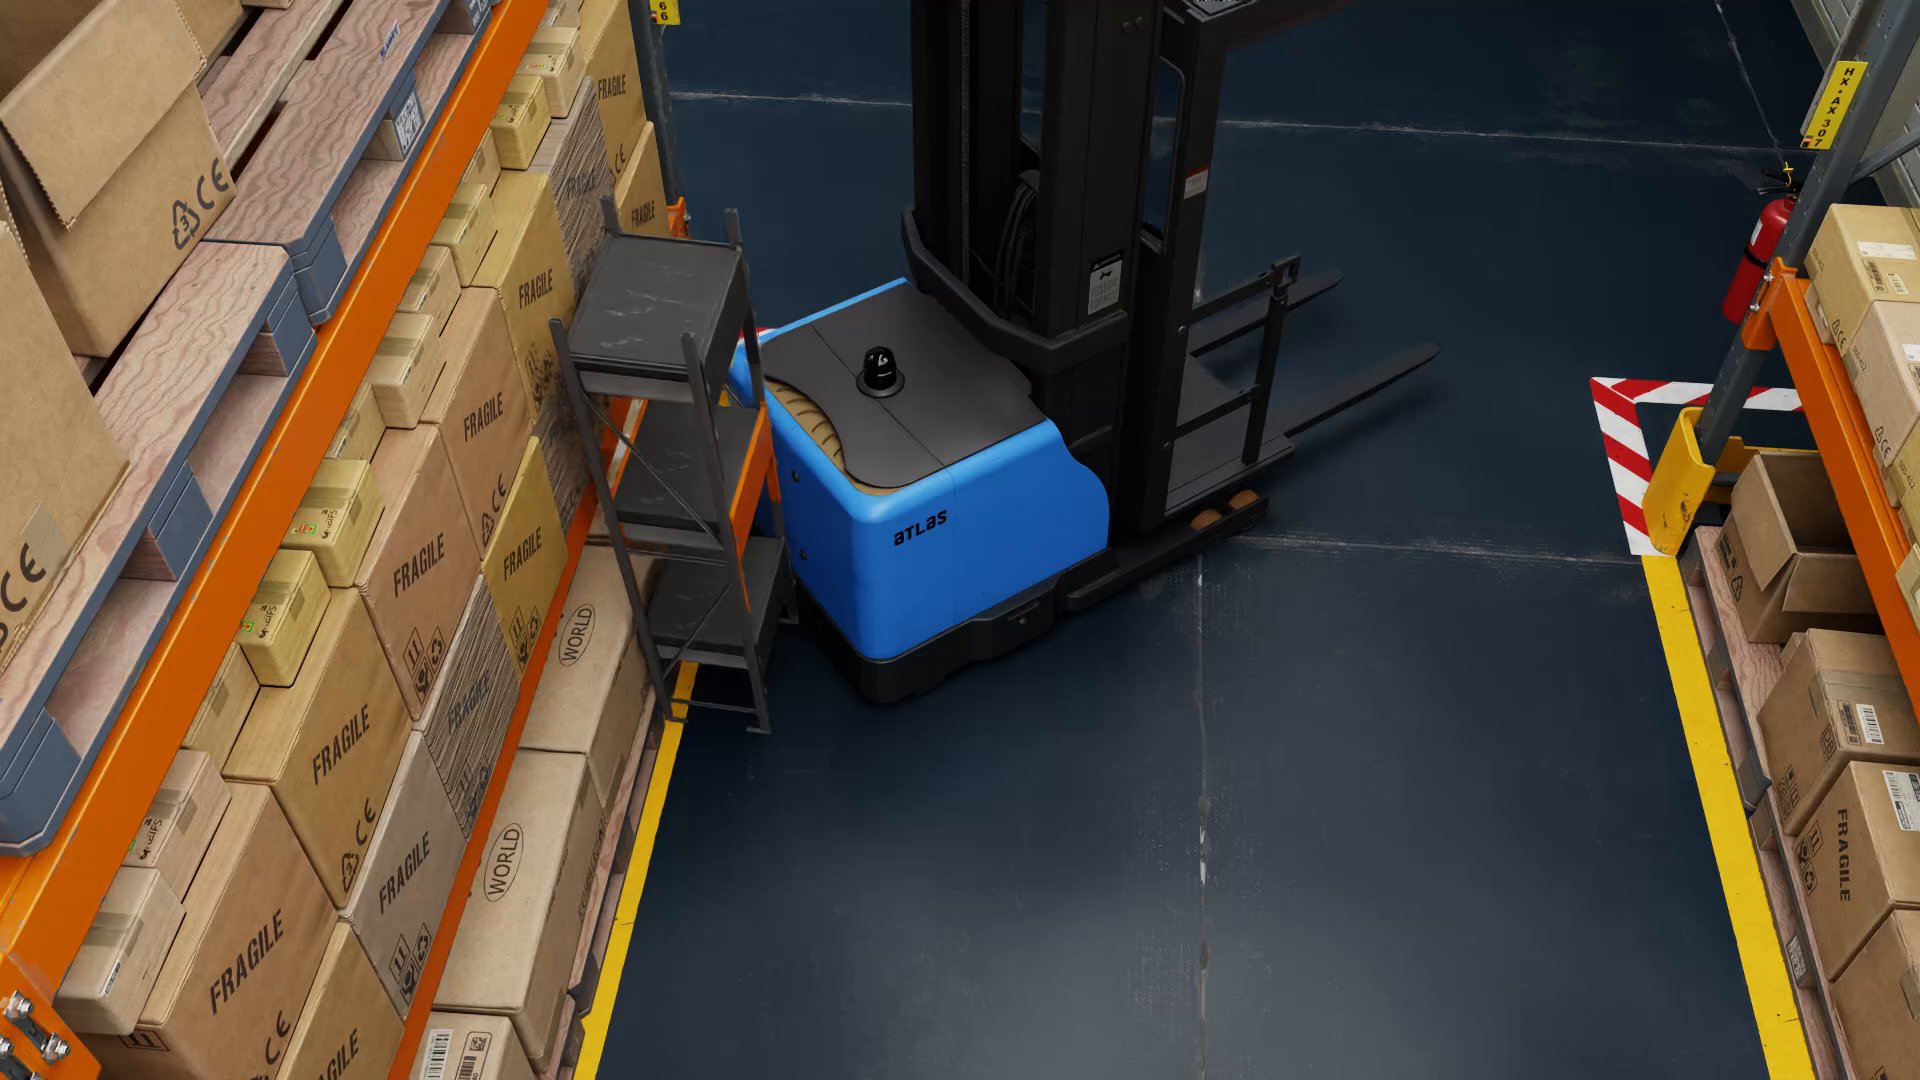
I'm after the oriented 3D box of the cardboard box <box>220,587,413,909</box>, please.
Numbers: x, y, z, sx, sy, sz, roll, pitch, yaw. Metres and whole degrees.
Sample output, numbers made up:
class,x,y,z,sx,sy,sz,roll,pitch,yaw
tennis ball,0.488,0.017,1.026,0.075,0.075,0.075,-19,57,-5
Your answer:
class,x,y,z,sx,sy,sz,roll,pitch,yaw
cardboard box,-1.560,0.436,3.599,0.500,0.500,0.500,3,48,3

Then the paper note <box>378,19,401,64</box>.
class,x,y,z,sx,sy,sz,roll,pitch,yaw
paper note,-1.144,-1.000,3.338,0.006,0.032,0.123,4,48,4

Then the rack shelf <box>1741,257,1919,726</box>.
class,x,y,z,sx,sy,sz,roll,pitch,yaw
rack shelf,3.229,0.616,4.667,1.077,0.370,4.000,4,48,4

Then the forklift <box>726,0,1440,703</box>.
class,x,y,z,sx,sy,sz,roll,pitch,yaw
forklift,0.650,-1.251,5.934,3.031,2.935,1.130,-26,53,-22

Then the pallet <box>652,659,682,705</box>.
class,x,y,z,sx,sy,sz,roll,pitch,yaw
pallet,-1.527,0.107,6.535,1.003,0.211,1.213,4,48,4

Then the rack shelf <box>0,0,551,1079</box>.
class,x,y,z,sx,sy,sz,roll,pitch,yaw
rack shelf,-1.714,-0.775,3.810,0.831,0.071,3.687,4,48,4

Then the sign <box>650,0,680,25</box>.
class,x,y,z,sx,sy,sz,roll,pitch,yaw
sign,-0.993,-1.851,5.491,0.100,0.325,0.005,4,48,4

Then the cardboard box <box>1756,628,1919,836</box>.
class,x,y,z,sx,sy,sz,roll,pitch,yaw
cardboard box,3.145,0.674,5.536,0.700,0.500,0.500,6,48,5

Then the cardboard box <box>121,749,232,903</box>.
class,x,y,z,sx,sy,sz,roll,pitch,yaw
cardboard box,-1.602,0.518,3.084,0.380,0.149,0.250,5,48,4

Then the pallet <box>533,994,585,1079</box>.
class,x,y,z,sx,sy,sz,roll,pitch,yaw
pallet,-1.749,1.900,4.895,1.003,0.211,1.213,4,48,4

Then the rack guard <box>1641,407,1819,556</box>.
class,x,y,z,sx,sy,sz,roll,pitch,yaw
rack guard,3.404,-0.197,6.617,1.175,0.500,0.348,4,48,4

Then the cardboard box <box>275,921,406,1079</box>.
class,x,y,z,sx,sy,sz,roll,pitch,yaw
cardboard box,-1.593,1.151,3.623,0.500,0.500,0.500,5,48,5

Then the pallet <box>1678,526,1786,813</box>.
class,x,y,z,sx,sy,sz,roll,pitch,yaw
pallet,3.333,0.487,6.188,1.003,0.211,1.213,4,48,4

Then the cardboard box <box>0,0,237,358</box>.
class,x,y,z,sx,sy,sz,roll,pitch,yaw
cardboard box,-1.806,-0.704,2.932,0.797,0.503,0.637,7,48,7

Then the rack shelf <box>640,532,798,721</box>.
class,x,y,z,sx,sy,sz,roll,pitch,yaw
rack shelf,-0.856,0.290,5.990,0.431,0.518,0.480,7,54,6

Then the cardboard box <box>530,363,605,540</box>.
class,x,y,z,sx,sy,sz,roll,pitch,yaw
cardboard box,-1.410,-0.342,4.989,0.500,0.500,0.500,5,48,5

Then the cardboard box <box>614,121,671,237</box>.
class,x,y,z,sx,sy,sz,roll,pitch,yaw
cardboard box,-1.312,-1.089,5.671,0.500,0.500,0.500,4,48,4

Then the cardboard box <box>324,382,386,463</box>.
class,x,y,z,sx,sy,sz,roll,pitch,yaw
cardboard box,-1.543,-0.235,3.773,0.380,0.149,0.250,4,48,3

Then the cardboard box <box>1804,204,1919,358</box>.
class,x,y,z,sx,sy,sz,roll,pitch,yaw
cardboard box,3.102,-0.831,5.403,0.500,0.250,0.500,4,48,4

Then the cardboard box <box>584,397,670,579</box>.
class,x,y,z,sx,sy,sz,roll,pitch,yaw
cardboard box,-1.492,-0.213,6.389,0.875,0.438,0.875,2,48,2

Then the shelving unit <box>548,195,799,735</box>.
class,x,y,z,sx,sy,sz,roll,pitch,yaw
shelving unit,-0.860,-0.135,5.417,0.431,2.100,0.503,7,54,6

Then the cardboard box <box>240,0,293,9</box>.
class,x,y,z,sx,sy,sz,roll,pitch,yaw
cardboard box,-1.718,-1.488,3.780,0.500,0.311,0.500,5,48,4

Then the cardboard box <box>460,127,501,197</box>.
class,x,y,z,sx,sy,sz,roll,pitch,yaw
cardboard box,-1.462,-0.987,4.461,0.380,0.149,0.250,3,48,3

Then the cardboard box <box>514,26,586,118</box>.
class,x,y,z,sx,sy,sz,roll,pitch,yaw
cardboard box,-1.304,-1.357,4.799,0.380,0.149,0.250,3,48,3

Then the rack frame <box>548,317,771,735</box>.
class,x,y,z,sx,sy,sz,roll,pitch,yaw
rack frame,-0.898,0.058,5.273,0.400,2.100,0.015,7,54,6

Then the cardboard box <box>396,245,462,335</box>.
class,x,y,z,sx,sy,sz,roll,pitch,yaw
cardboard box,-1.469,-0.607,4.114,0.380,0.149,0.250,5,48,5

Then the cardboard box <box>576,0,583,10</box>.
class,x,y,z,sx,sy,sz,roll,pitch,yaw
cardboard box,-1.365,-1.740,5.150,0.380,0.149,0.250,4,48,4

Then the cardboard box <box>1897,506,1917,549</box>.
class,x,y,z,sx,sy,sz,roll,pitch,yaw
cardboard box,3.039,-0.026,4.937,0.380,0.149,0.250,5,48,4

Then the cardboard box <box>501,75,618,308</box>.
class,x,y,z,sx,sy,sz,roll,pitch,yaw
cardboard box,-1.357,-1.042,4.951,0.500,0.500,0.500,4,48,4

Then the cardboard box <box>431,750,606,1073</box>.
class,x,y,z,sx,sy,sz,roll,pitch,yaw
cardboard box,-1.651,1.123,5.168,0.875,0.438,0.875,3,48,2

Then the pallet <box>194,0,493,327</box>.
class,x,y,z,sx,sy,sz,roll,pitch,yaw
pallet,-1.698,-0.965,3.653,1.003,0.211,1.213,4,48,4

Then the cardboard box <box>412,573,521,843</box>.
class,x,y,z,sx,sy,sz,roll,pitch,yaw
cardboard box,-1.491,0.417,4.294,0.500,0.500,0.500,4,48,4

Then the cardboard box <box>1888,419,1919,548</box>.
class,x,y,z,sx,sy,sz,roll,pitch,yaw
cardboard box,3.013,-0.088,4.723,0.500,0.250,0.500,3,48,3

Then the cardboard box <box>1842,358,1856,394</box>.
class,x,y,z,sx,sy,sz,roll,pitch,yaw
cardboard box,3.131,-0.598,5.461,0.380,0.149,0.250,5,48,4

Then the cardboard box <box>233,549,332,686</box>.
class,x,y,z,sx,sy,sz,roll,pitch,yaw
cardboard box,-1.537,0.149,3.422,0.380,0.149,0.250,4,48,3

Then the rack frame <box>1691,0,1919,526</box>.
class,x,y,z,sx,sy,sz,roll,pitch,yaw
rack frame,3.411,-1.096,5.746,1.000,3.000,0.127,4,48,4

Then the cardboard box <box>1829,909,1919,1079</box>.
class,x,y,z,sx,sy,sz,roll,pitch,yaw
cardboard box,3.050,1.437,4.838,0.700,0.500,0.500,2,48,2

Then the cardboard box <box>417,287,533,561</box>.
class,x,y,z,sx,sy,sz,roll,pitch,yaw
cardboard box,-1.453,-0.310,4.281,0.500,0.500,0.500,4,48,3

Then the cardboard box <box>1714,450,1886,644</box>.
class,x,y,z,sx,sy,sz,roll,pitch,yaw
cardboard box,3.261,0.048,6.107,0.797,0.503,0.637,2,48,2
